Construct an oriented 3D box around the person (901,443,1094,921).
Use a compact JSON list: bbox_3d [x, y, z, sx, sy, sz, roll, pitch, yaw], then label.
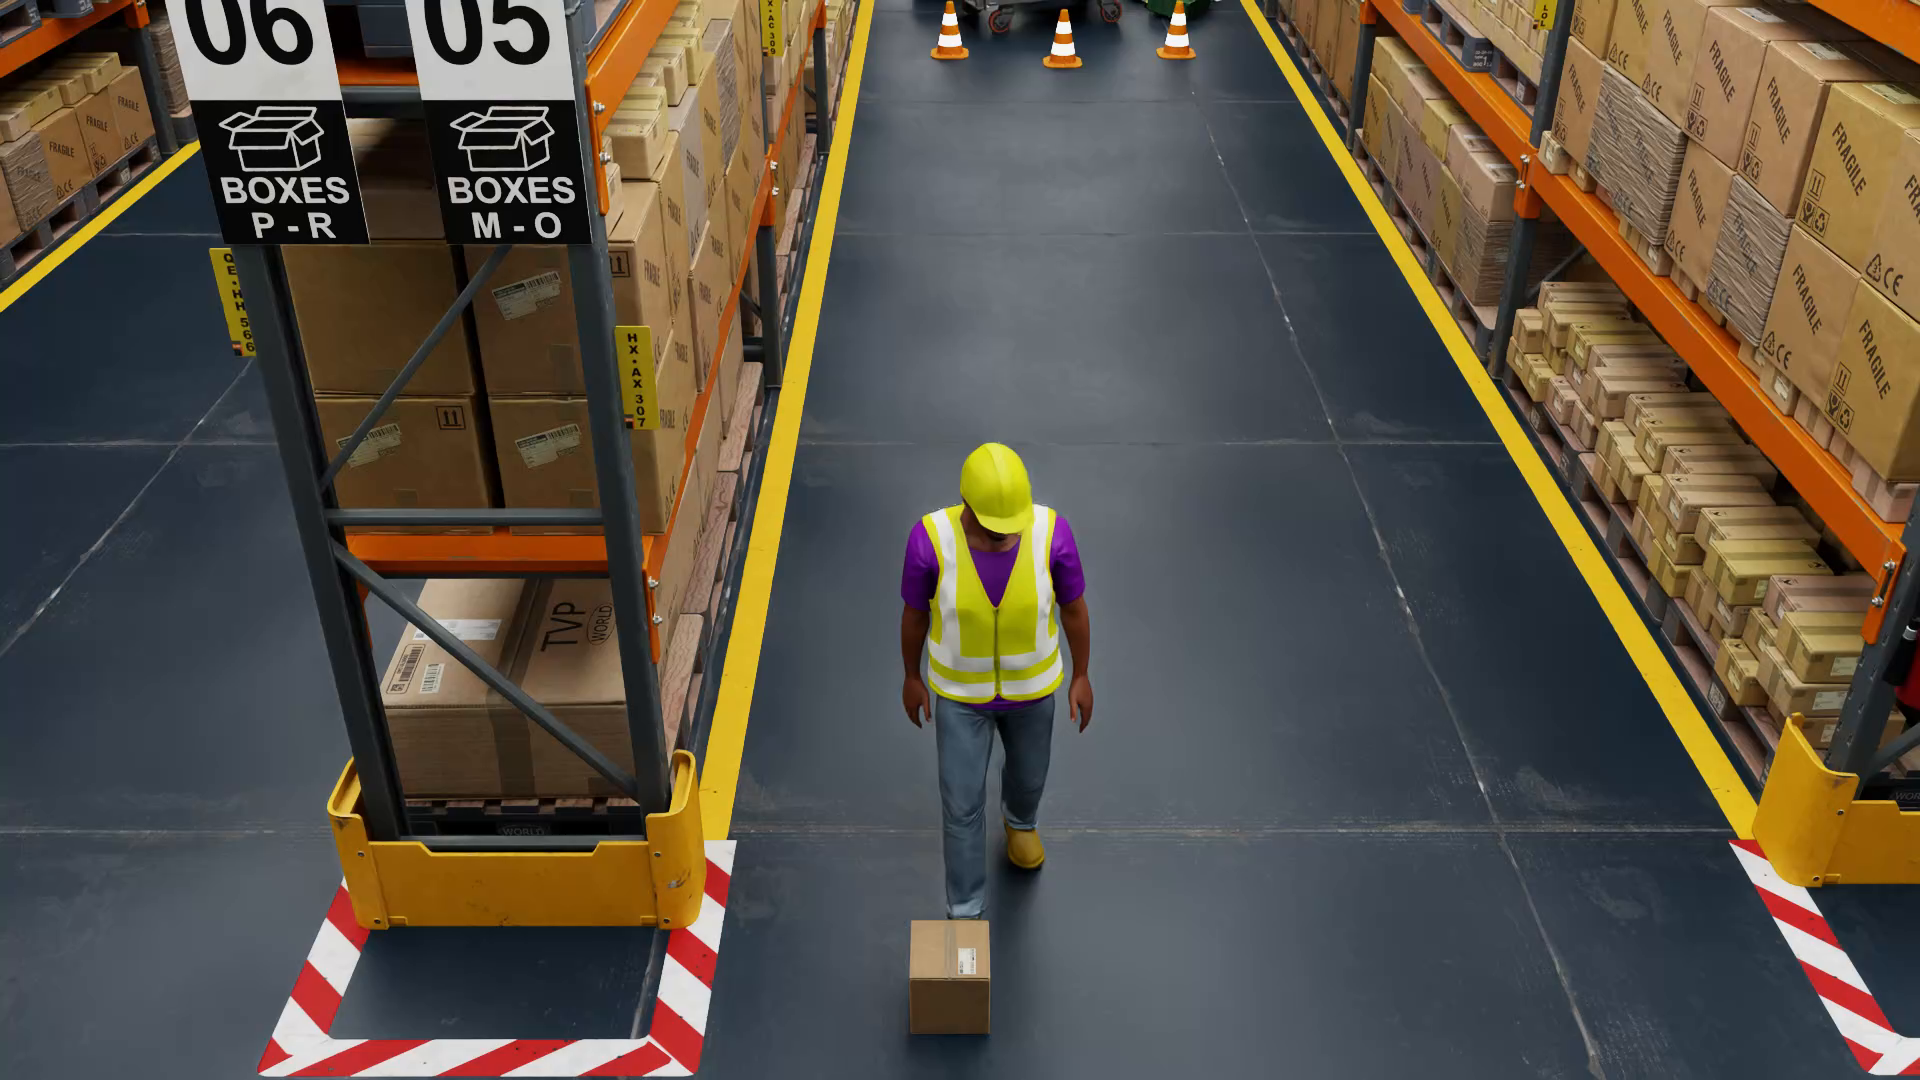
[{"bbox_3d":[0.129,0.494,5.295,0.618,1.746,0.777,-2,31,-3],"label":"person"}]
